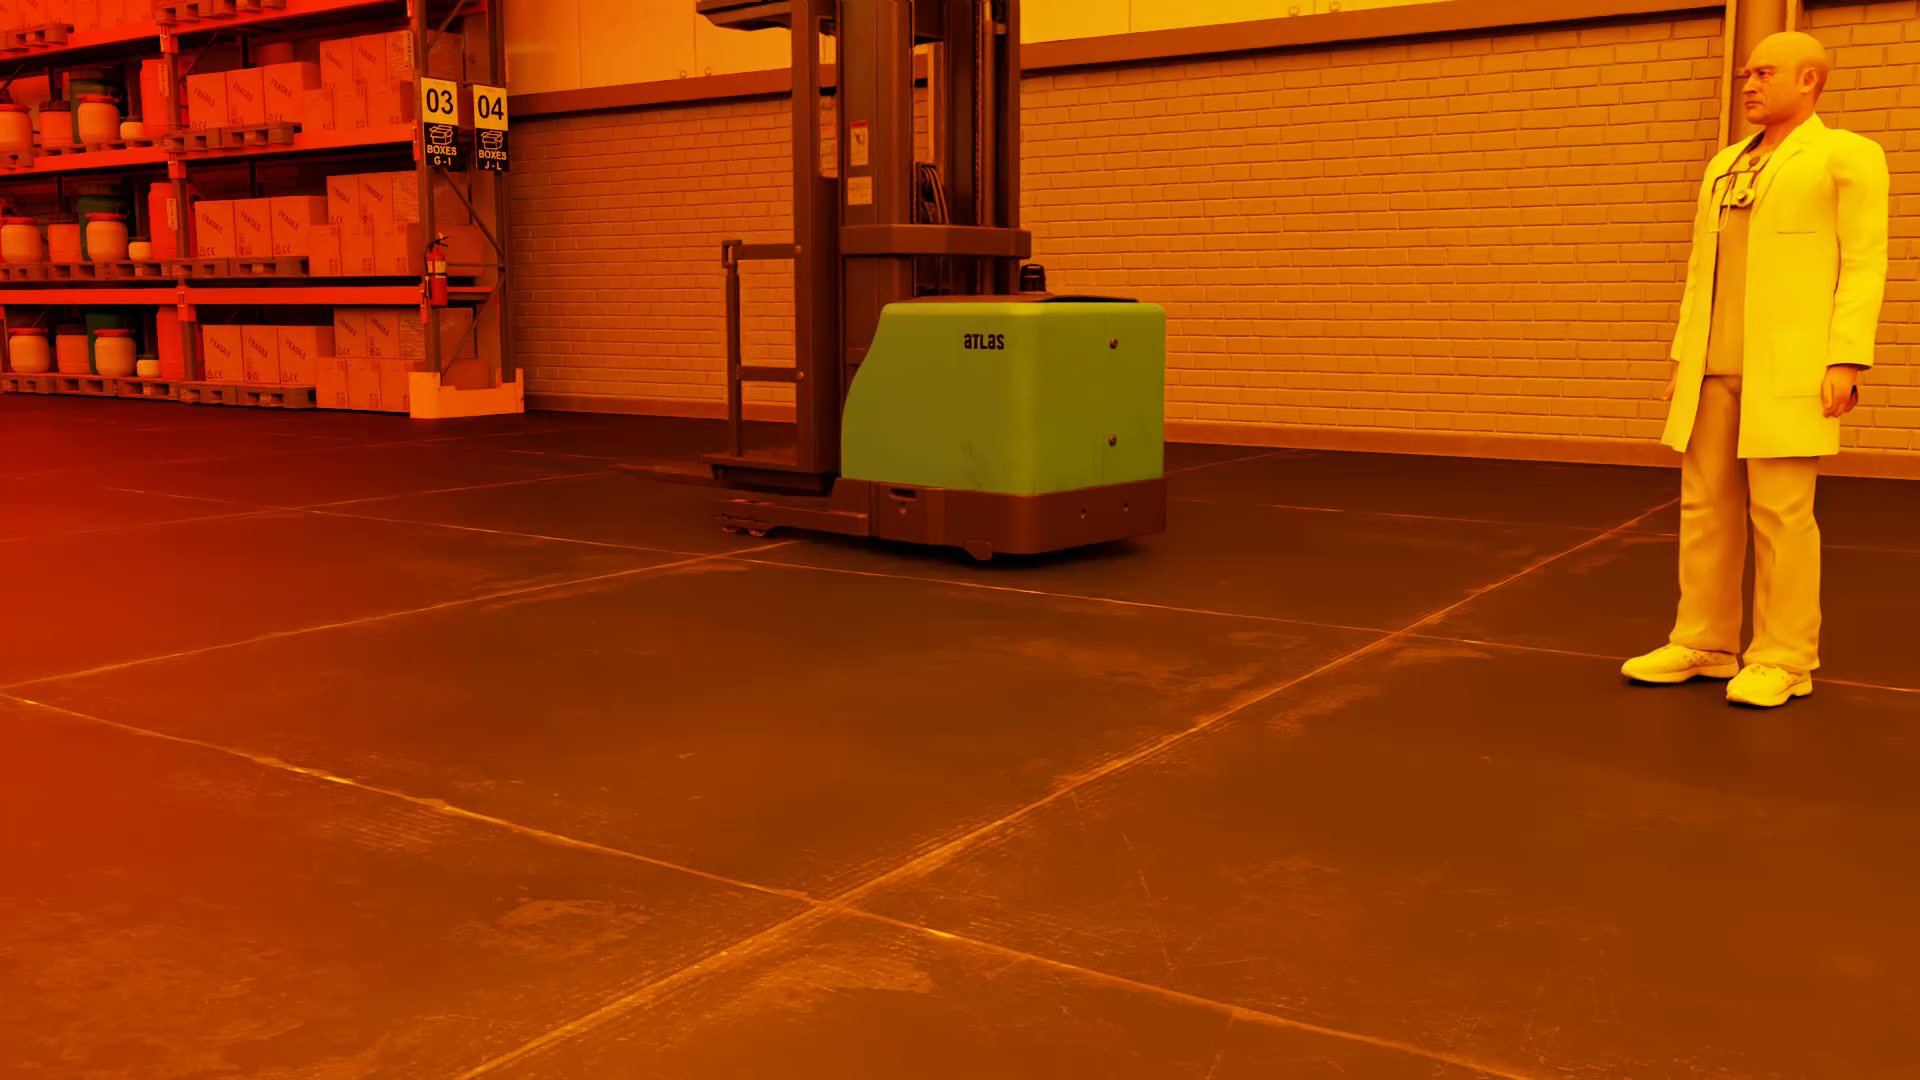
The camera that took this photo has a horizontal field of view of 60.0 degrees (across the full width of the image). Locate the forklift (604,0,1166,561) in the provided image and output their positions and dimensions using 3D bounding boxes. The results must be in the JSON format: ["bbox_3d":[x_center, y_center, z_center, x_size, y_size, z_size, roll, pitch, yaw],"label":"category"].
[{"bbox_3d":[-0.523,-1.512,7.823,3.031,2.935,1.130,7,11,41],"label":"forklift"}]

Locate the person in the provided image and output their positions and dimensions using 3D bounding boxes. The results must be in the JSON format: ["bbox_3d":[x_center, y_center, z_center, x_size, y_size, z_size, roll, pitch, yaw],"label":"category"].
[{"bbox_3d":[2.148,-0.461,4.512,0.393,1.783,0.593,-4,9,-26],"label":"person"}]
